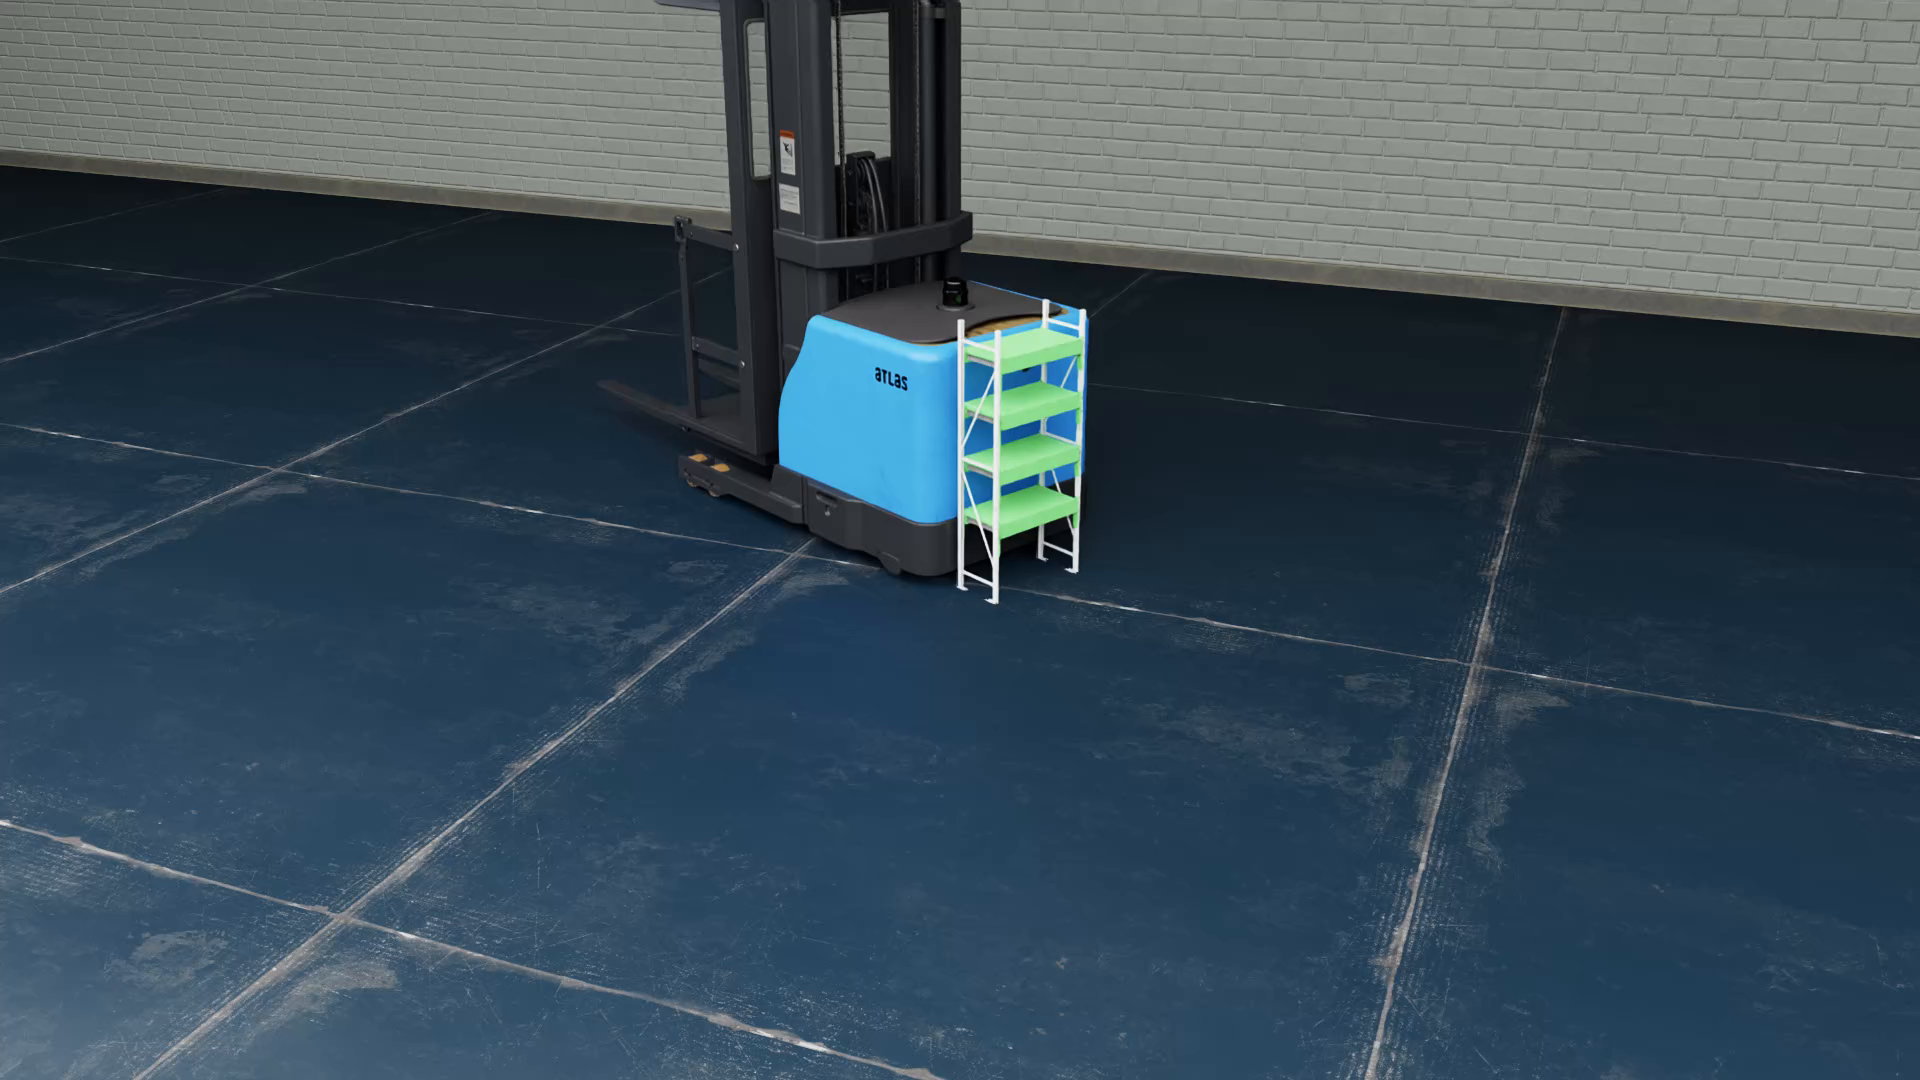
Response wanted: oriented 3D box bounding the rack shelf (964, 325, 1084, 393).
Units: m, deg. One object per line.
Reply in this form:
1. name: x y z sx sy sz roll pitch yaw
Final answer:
1. rack shelf: 0.259 -0.760 6.932 0.480 0.148 0.258 -19 29 -38

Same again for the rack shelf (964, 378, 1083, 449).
1. rack shelf: 0.259 -0.538 7.025 0.480 0.148 0.258 -19 29 -38

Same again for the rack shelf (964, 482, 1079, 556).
1. rack shelf: 0.258 -0.095 7.210 0.480 0.148 0.258 -19 29 -38

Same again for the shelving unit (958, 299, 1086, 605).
1. shelving unit: 0.258 -0.376 7.093 0.503 1.200 0.258 -19 29 -38

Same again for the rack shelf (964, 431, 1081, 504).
1. rack shelf: 0.258 -0.317 7.117 0.480 0.148 0.258 -19 29 -38

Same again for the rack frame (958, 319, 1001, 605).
1. rack frame: 0.078 -0.313 6.941 0.015 1.200 0.240 -19 29 -38

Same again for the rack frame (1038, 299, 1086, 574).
1. rack frame: 0.439 -0.439 7.244 0.015 1.200 0.240 -19 29 -38

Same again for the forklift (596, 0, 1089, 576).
1. forklift: -0.770 -1.680 7.970 1.130 2.935 3.031 -19 29 -38
